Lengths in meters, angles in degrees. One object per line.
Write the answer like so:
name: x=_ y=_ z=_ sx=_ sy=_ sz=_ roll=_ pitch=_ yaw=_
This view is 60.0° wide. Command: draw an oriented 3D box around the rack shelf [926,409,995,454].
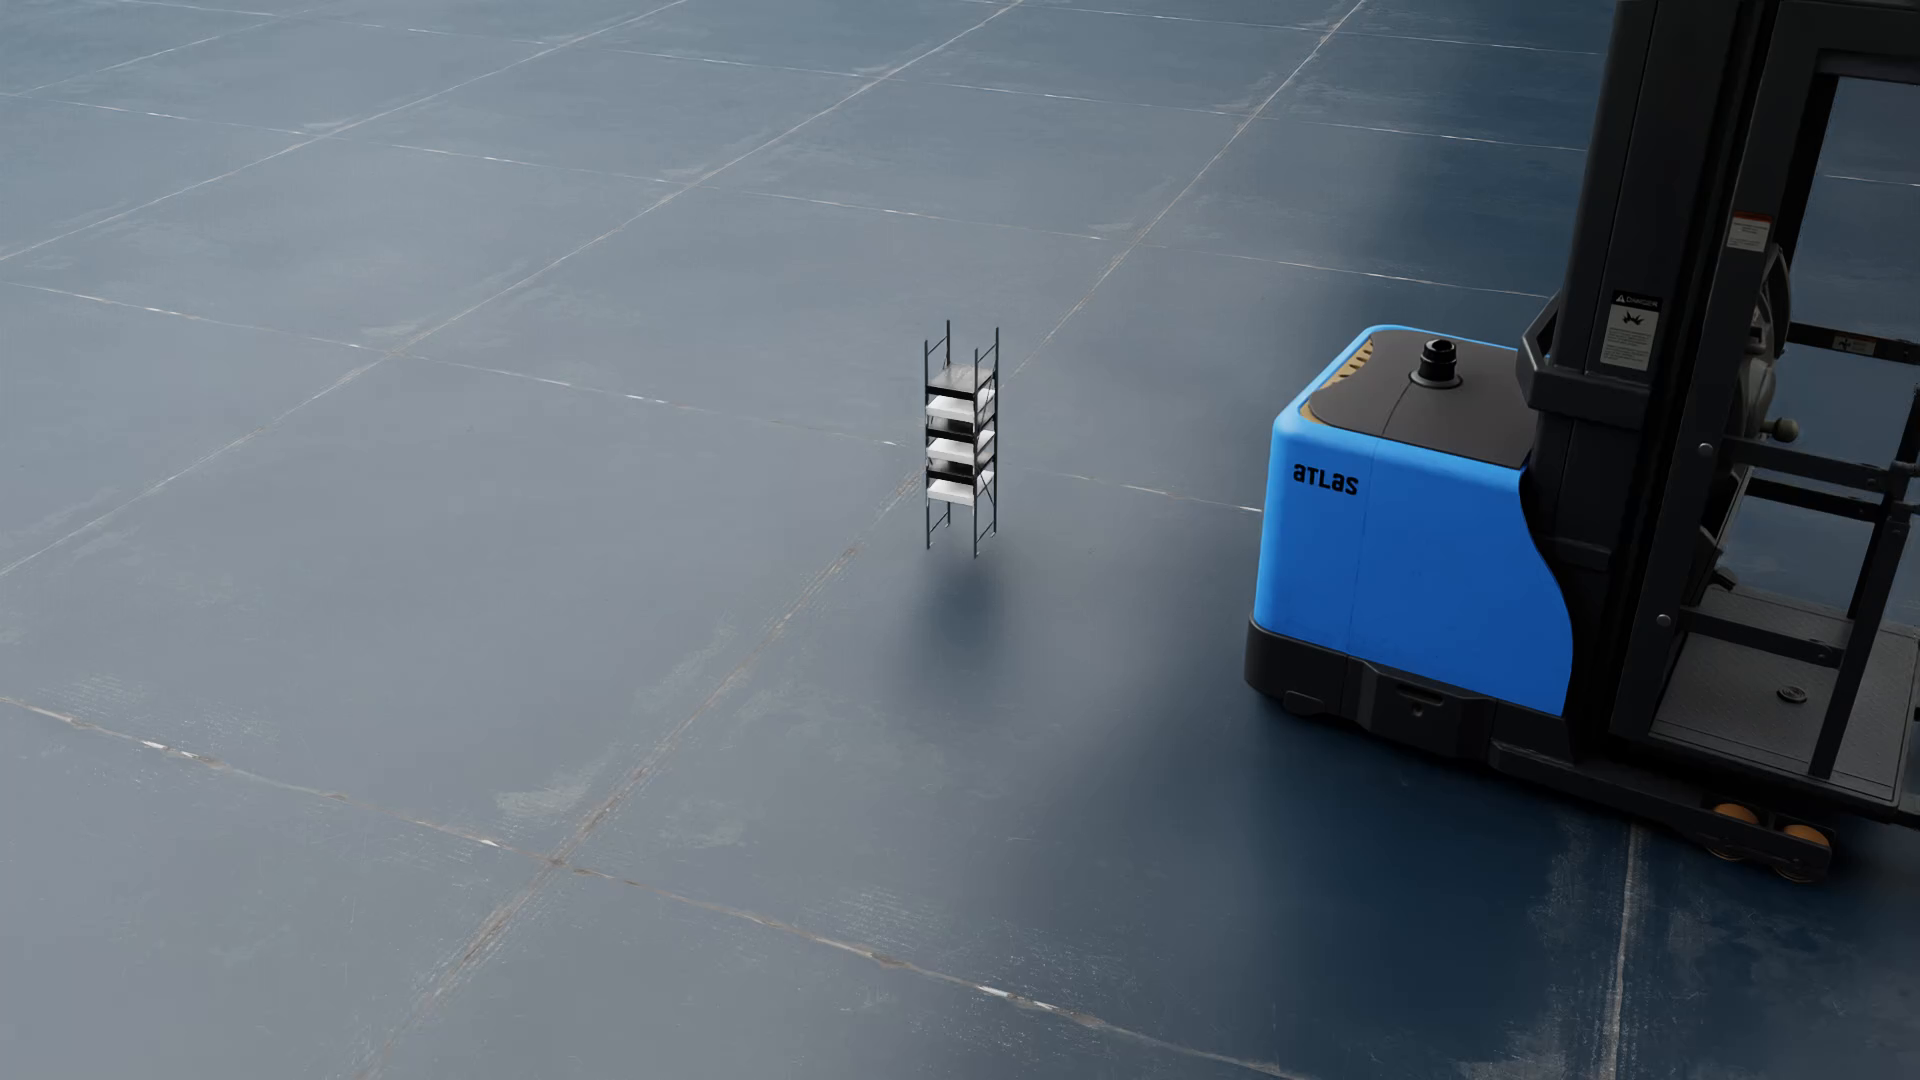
rack shelf: x=0.008 y=-0.440 z=6.498 sx=0.200 sy=0.077 sz=0.258 roll=11 pitch=31 yaw=19

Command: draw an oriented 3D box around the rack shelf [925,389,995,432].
rack shelf: x=0.008 y=-0.518 z=6.454 sx=0.200 sy=0.077 sz=0.258 roll=11 pitch=31 yaw=19

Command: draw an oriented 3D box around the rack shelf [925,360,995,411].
rack shelf: x=0.008 y=-0.596 z=6.409 sx=0.200 sy=0.077 sz=0.258 roll=11 pitch=31 yaw=19

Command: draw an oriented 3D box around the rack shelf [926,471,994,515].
rack shelf: x=0.008 y=-0.205 z=6.631 sx=0.200 sy=0.077 sz=0.258 roll=11 pitch=31 yaw=19

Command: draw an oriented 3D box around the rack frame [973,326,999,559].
rack frame: x=0.102 y=-0.371 z=6.493 sx=0.006 sy=0.900 sz=0.240 roll=11 pitch=31 yaw=19

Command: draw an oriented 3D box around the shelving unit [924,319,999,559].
shelving unit: x=0.008 y=-0.390 z=6.526 sx=0.210 sy=0.900 sz=0.258 roll=11 pitch=31 yaw=19

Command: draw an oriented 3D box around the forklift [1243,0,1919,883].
forklift: x=2.512 y=-0.558 z=4.758 sx=3.031 sy=2.935 sz=1.130 roll=16 pitch=33 yaw=26

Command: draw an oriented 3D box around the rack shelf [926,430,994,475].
rack shelf: x=0.008 y=-0.361 z=6.542 sx=0.200 sy=0.077 sz=0.258 roll=11 pitch=31 yaw=19

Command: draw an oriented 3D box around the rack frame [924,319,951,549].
rack frame: x=-0.087 y=-0.409 z=6.559 sx=0.006 sy=0.900 sz=0.240 roll=11 pitch=31 yaw=19

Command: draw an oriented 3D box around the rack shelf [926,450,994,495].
rack shelf: x=0.008 y=-0.283 z=6.587 sx=0.200 sy=0.077 sz=0.258 roll=11 pitch=31 yaw=19
